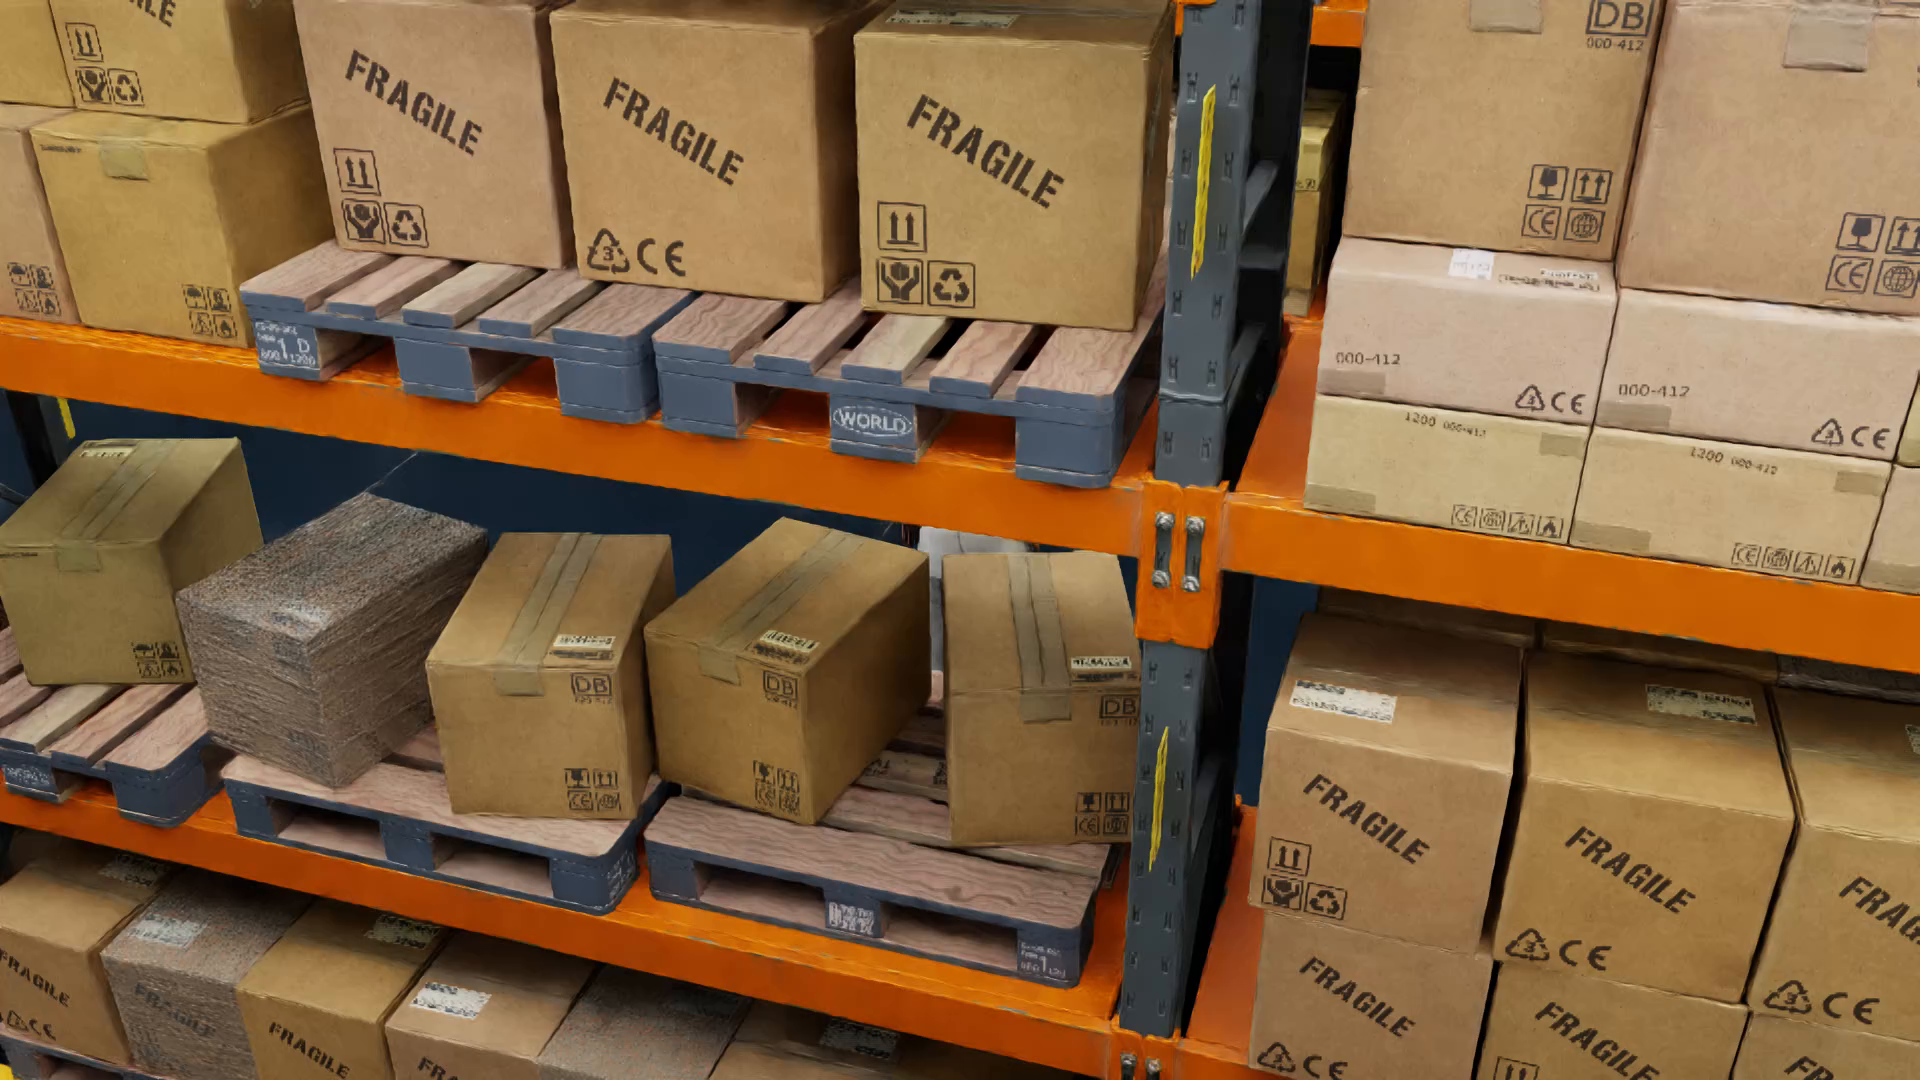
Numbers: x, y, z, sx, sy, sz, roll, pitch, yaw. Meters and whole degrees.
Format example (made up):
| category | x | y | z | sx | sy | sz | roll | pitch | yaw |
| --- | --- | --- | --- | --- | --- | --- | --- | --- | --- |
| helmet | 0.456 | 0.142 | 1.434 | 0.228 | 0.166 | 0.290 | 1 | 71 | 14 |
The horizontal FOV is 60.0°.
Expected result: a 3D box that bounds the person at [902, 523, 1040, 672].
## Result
| category | x | y | z | sx | sy | sz | roll | pitch | yaw |
| --- | --- | --- | --- | --- | --- | --- | --- | --- | --- |
| person | 0.048 | -0.087 | 7.252 | 0.663 | 1.788 | 0.567 | 13 | 31 | 22 |
